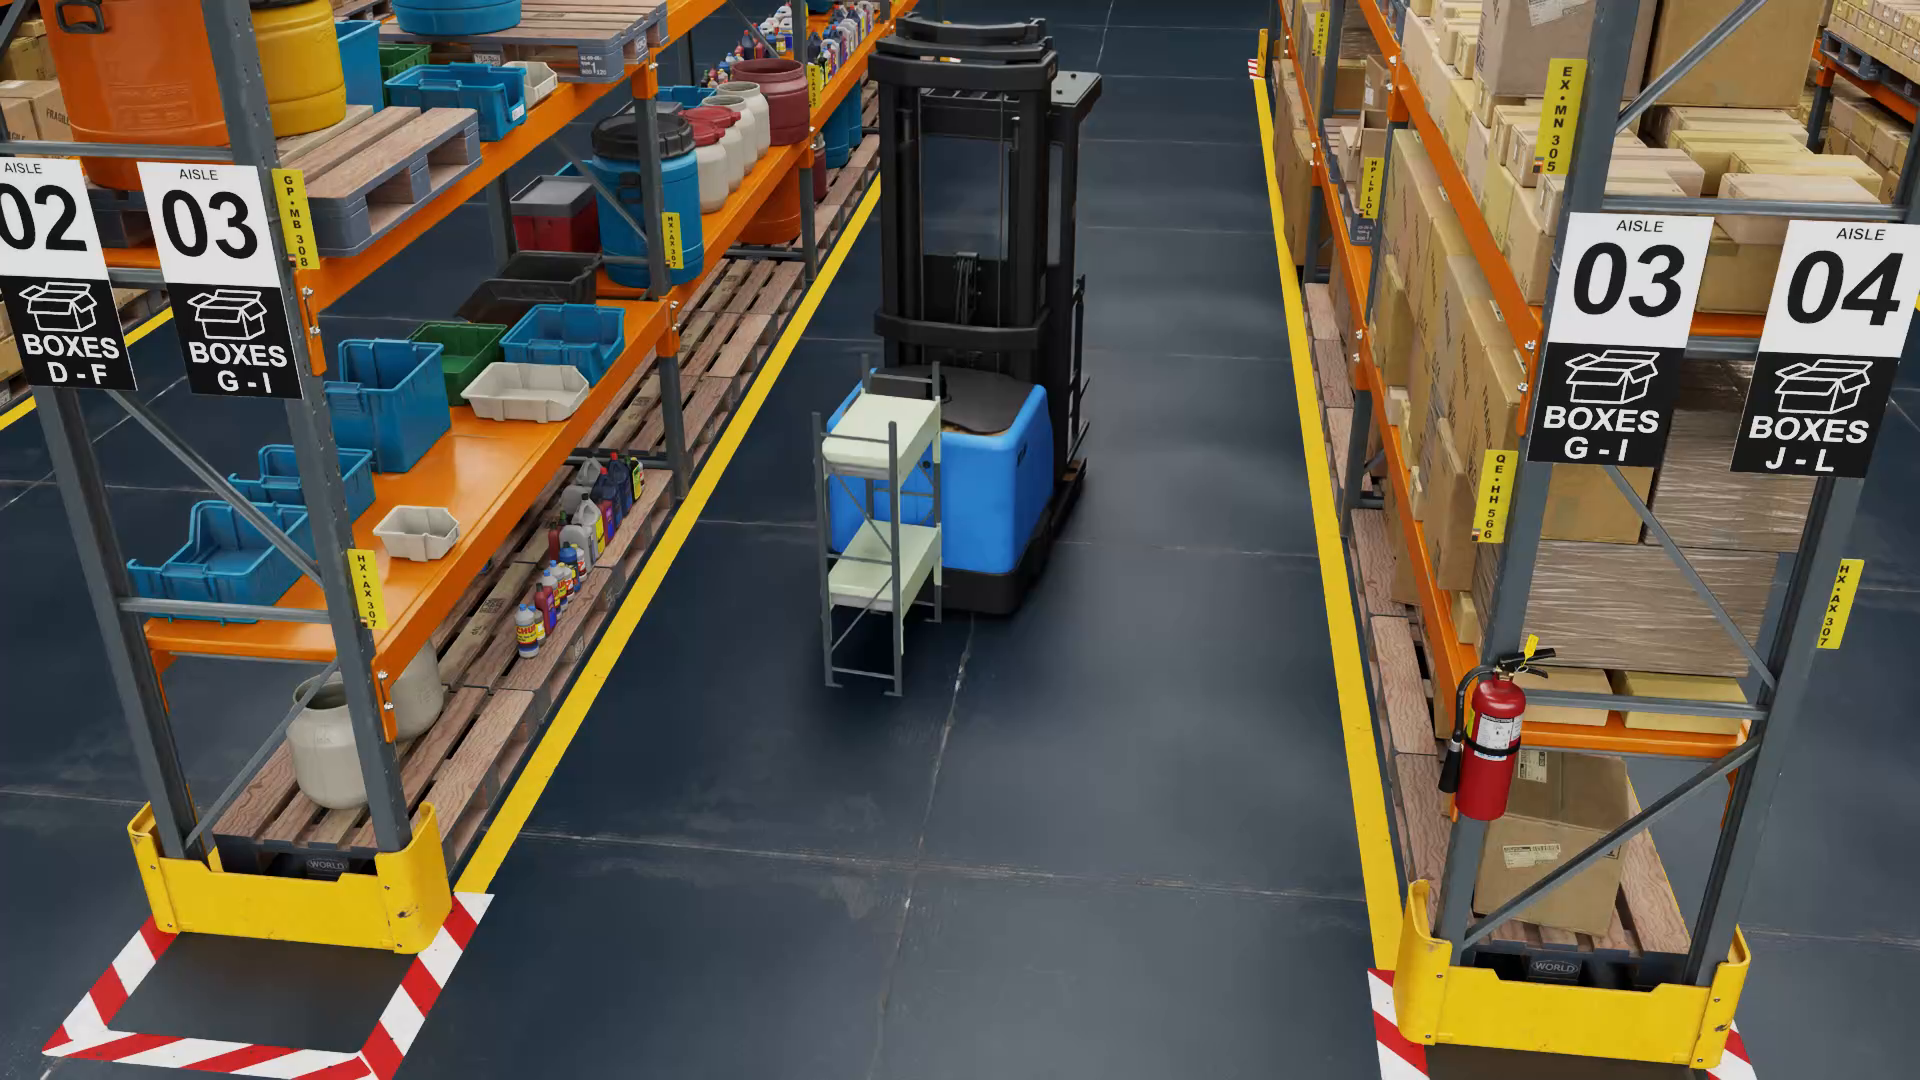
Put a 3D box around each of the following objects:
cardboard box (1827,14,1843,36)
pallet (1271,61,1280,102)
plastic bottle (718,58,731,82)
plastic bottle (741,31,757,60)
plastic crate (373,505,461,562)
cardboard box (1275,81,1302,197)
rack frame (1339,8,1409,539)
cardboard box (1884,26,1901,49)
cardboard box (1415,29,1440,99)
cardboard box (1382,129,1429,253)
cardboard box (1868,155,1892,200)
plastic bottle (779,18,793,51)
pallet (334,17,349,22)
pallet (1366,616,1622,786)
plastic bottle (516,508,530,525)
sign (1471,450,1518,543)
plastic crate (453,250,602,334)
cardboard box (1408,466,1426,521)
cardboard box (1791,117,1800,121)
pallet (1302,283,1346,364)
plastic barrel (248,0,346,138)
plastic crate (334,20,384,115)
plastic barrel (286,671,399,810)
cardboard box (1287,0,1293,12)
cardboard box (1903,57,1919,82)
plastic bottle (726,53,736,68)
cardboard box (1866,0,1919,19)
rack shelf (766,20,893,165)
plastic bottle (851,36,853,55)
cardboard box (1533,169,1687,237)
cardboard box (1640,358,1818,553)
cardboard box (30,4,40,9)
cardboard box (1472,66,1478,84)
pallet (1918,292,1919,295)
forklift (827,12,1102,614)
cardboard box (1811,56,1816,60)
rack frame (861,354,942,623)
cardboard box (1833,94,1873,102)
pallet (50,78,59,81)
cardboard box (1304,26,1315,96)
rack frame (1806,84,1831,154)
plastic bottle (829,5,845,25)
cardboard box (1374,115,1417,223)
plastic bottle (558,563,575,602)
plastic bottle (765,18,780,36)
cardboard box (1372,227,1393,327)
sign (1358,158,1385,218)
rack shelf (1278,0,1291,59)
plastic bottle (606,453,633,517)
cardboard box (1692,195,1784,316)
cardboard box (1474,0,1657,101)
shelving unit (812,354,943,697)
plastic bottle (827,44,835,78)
[{"bbox_3d":[8.123,-4.674,15.086,0.380,0.149,0.250,2,28,4],"label":"cardboard box"},{"bbox_3d":[4.187,-5.369,19.493,1.003,0.211,1.213,3,28,6],"label":"pallet"},{"bbox_3d":[-1.978,-3.912,13.984,0.097,0.271,0.097,0,28,0],"label":"plastic bottle"},{"bbox_3d":[-1.861,-4.304,14.627,0.144,0.351,0.185,3,28,6],"label":"plastic bottle"},{"bbox_3d":[-2.239,-0.020,6.903,0.298,0.136,0.250,3,28,6],"label":"plastic crate"},{"bbox_3d":[3.550,-3.621,15.106,1.225,0.875,0.875,2,28,4],"label":"cardboard box"},{"bbox_3d":[2.737,-1.329,9.054,1.000,3.000,0.127,3,28,6],"label":"rack frame"},{"bbox_3d":[7.967,-4.187,13.868,0.380,0.149,0.250,3,28,5],"label":"cardboard box"},{"bbox_3d":[2.368,-2.137,7.550,0.500,0.250,0.500,3,28,6],"label":"cardboard box"},{"bbox_3d":[2.430,-1.747,8.357,0.500,0.500,0.500,3,28,6],"label":"cardboard box"},{"bbox_3d":[8.160,-3.014,14.375,0.500,0.500,0.500,4,29,7],"label":"cardboard box"},{"bbox_3d":[-1.595,-4.687,15.419,0.152,0.276,0.135,3,28,6],"label":"plastic bottle"},{"bbox_3d":[-6.370,-4.620,15.366,1.003,0.211,1.213,3,28,6],"label":"pallet"},{"bbox_3d":[2.543,0.793,8.056,1.003,0.211,1.213,3,28,6],"label":"pallet"},{"bbox_3d":[-2.546,-0.280,9.436,0.144,0.351,0.185,3,28,6],"label":"plastic bottle"},{"bbox_3d":[1.699,-0.137,5.287,0.100,0.325,0.005,3,28,6],"label":"sign"},{"bbox_3d":[-2.369,-1.350,9.159,0.767,0.338,0.504,3,28,6],"label":"plastic crate"},{"bbox_3d":[2.157,-0.194,7.212,0.380,0.149,0.250,3,28,6],"label":"cardboard box"},{"bbox_3d":[8.372,-4.114,16.474,0.380,0.149,0.250,2,28,4],"label":"cardboard box"},{"bbox_3d":[3.130,-1.616,12.528,1.003,0.211,1.213,3,28,6],"label":"pallet"},{"bbox_3d":[-2.655,-1.866,6.247,0.600,0.588,0.600,0,28,0],"label":"plastic barrel"},{"bbox_3d":[-2.734,-1.962,7.084,0.392,0.384,0.575,3,28,6],"label":"plastic crate"},{"bbox_3d":[-2.664,0.862,7.167,0.421,0.512,0.421,0,28,0],"label":"plastic barrel"},{"bbox_3d":[3.511,-5.383,16.423,0.500,0.250,0.500,3,28,5],"label":"cardboard box"},{"bbox_3d":[7.904,-3.813,13.486,0.380,0.149,0.250,4,29,8],"label":"cardboard box"},{"bbox_3d":[-1.954,-4.003,14.154,0.097,0.271,0.097,0,28,0],"label":"plastic bottle"},{"bbox_3d":[8.028,-4.567,14.259,0.380,0.149,0.250,3,28,6],"label":"cardboard box"},{"bbox_3d":[-1.443,-4.124,15.001,1.077,0.370,4.000,3,28,6],"label":"rack shelf"},{"bbox_3d":[-1.036,-4.562,15.264,0.097,0.201,0.097,0,28,0],"label":"plastic bottle"},{"bbox_3d":[1.971,-1.025,5.065,0.380,0.149,0.250,3,28,6],"label":"cardboard box"},{"bbox_3d":[2.585,-0.304,5.679,0.500,0.500,0.500,3,28,6],"label":"cardboard box"},{"bbox_3d":[-10.895,-6.230,19.660,0.380,0.149,0.250,3,28,5],"label":"cardboard box"},{"bbox_3d":[2.272,-1.885,6.661,0.380,0.149,0.250,4,29,7],"label":"cardboard box"},{"bbox_3d":[8.235,-2.016,13.270,1.003,0.211,1.213,3,28,6],"label":"pallet"},{"bbox_3d":[0.163,-1.578,9.589,1.130,2.935,3.031,7,29,13],"label":"forklift"},{"bbox_3d":[9.216,-5.207,18.188,0.380,0.149,0.250,2,28,4],"label":"cardboard box"},{"bbox_3d":[-0.294,-0.242,8.608,0.400,1.500,0.023,7,30,13],"label":"rack frame"},{"bbox_3d":[8.950,-4.349,16.595,0.380,0.149,0.250,3,28,5],"label":"cardboard box"},{"bbox_3d":[-10.860,-5.084,18.964,1.003,0.211,1.213,3,28,6],"label":"pallet"},{"bbox_3d":[3.169,-3.981,13.872,0.500,0.500,0.500,2,28,5],"label":"cardboard box"},{"bbox_3d":[8.628,-4.759,15.420,1.000,3.000,0.127,3,28,6],"label":"rack frame"},{"bbox_3d":[-1.152,-4.830,15.605,0.144,0.351,0.185,3,28,6],"label":"plastic bottle"},{"bbox_3d":[2.974,-2.144,9.491,1.000,1.000,1.000,4,29,7],"label":"cardboard box"},{"bbox_3d":[-2.071,0.214,8.677,0.097,0.201,0.097,0,28,0],"label":"plastic bottle"},{"bbox_3d":[-1.746,-4.696,15.435,0.152,0.276,0.135,3,28,6],"label":"plastic bottle"},{"bbox_3d":[2.621,-1.296,8.573,0.875,0.500,0.500,3,28,6],"label":"cardboard box"},{"bbox_3d":[2.186,-1.869,8.836,0.100,0.325,0.005,3,28,6],"label":"sign"},{"bbox_3d":[3.963,-5.719,17.962,1.077,0.370,4.000,3,28,6],"label":"rack shelf"},{"bbox_3d":[-1.971,-0.324,9.518,0.144,0.351,0.185,3,28,5],"label":"plastic bottle"},{"bbox_3d":[2.563,-0.912,5.276,0.500,0.250,0.500,4,29,8],"label":"cardboard box"},{"bbox_3d":[2.186,-1.906,6.016,0.500,0.500,0.500,3,28,6],"label":"cardboard box"},{"bbox_3d":[-0.389,-0.072,8.298,0.431,1.500,0.755,7,30,13],"label":"shelving unit"},{"bbox_3d":[-1.128,-4.174,14.459,0.061,0.283,0.133,3,28,6],"label":"plastic bottle"}]
